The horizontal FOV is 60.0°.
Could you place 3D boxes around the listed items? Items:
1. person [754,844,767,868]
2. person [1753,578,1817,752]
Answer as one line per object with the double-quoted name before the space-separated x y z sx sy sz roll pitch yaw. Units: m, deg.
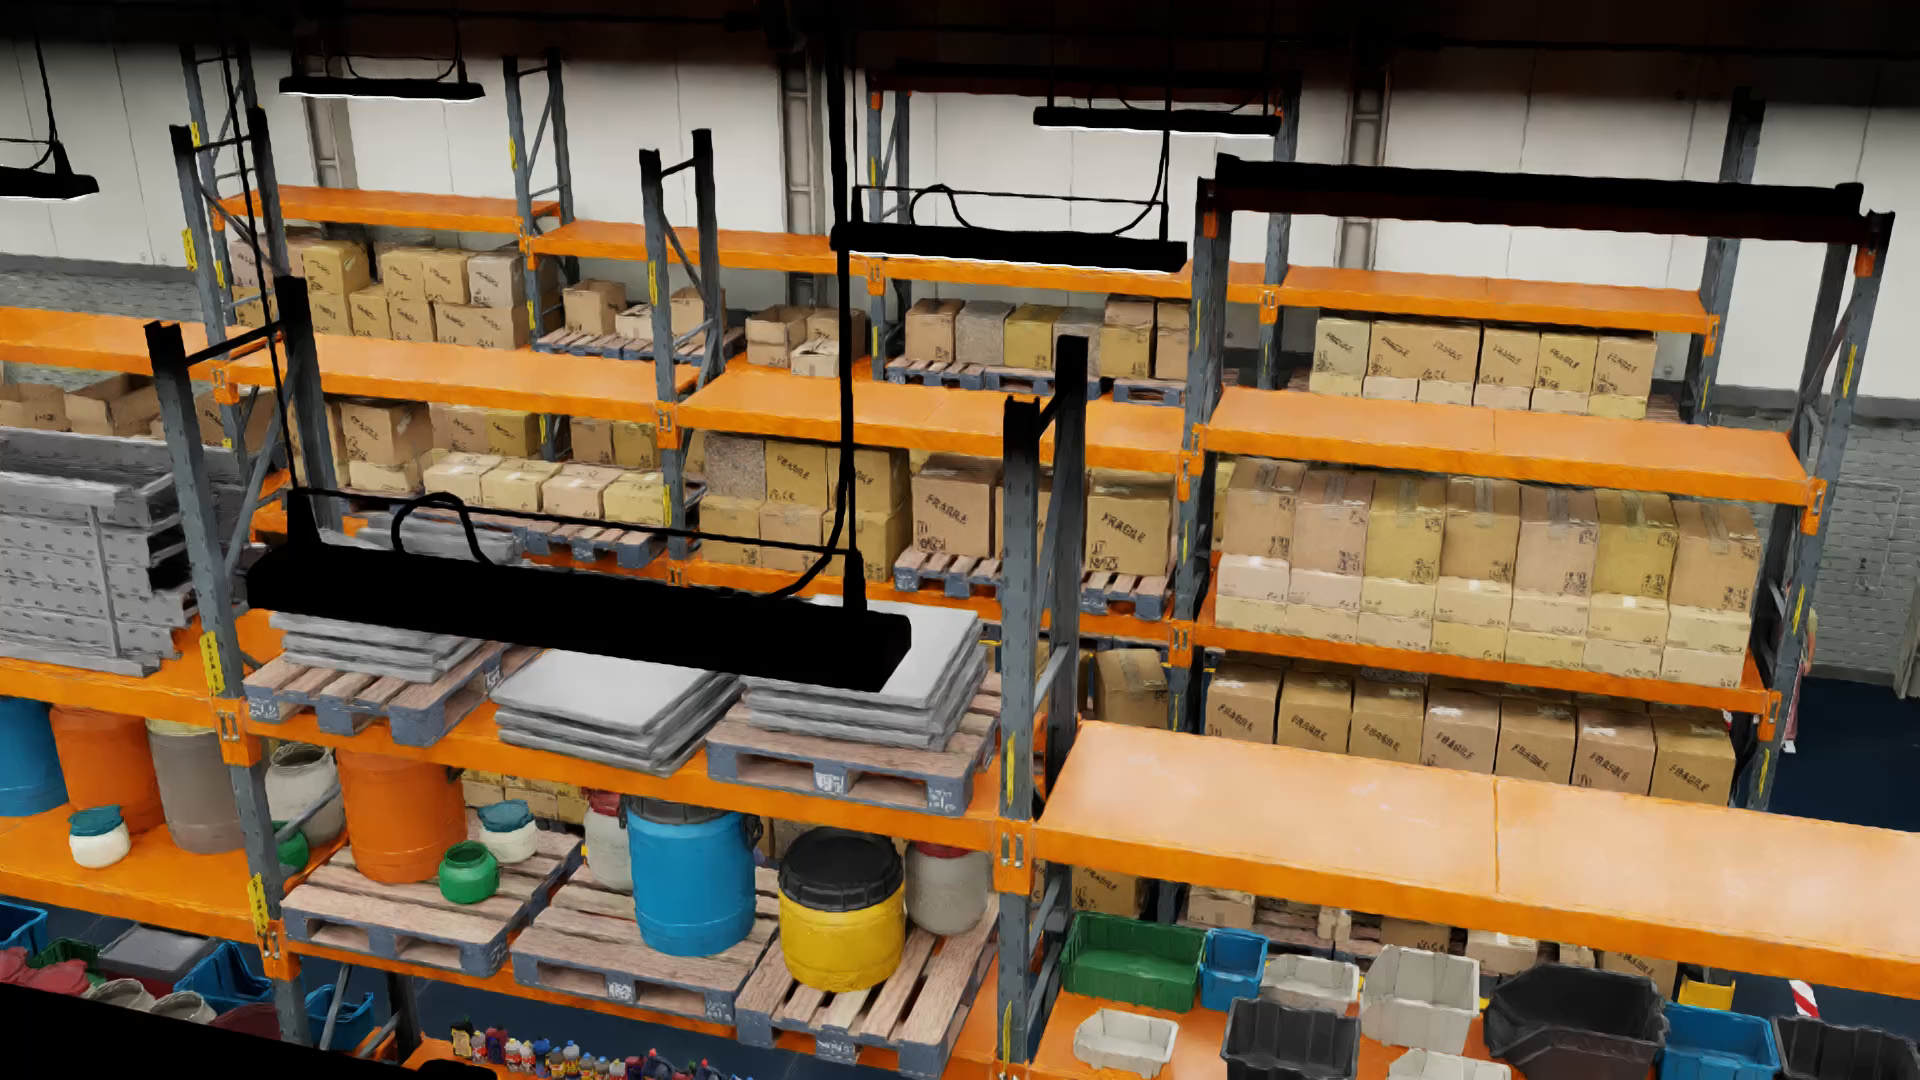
"person" -1.553 2.751 12.096 0.517 1.596 0.625 6 23 13
"person" 7.887 1.131 15.859 0.561 1.661 0.690 -17 28 -35
